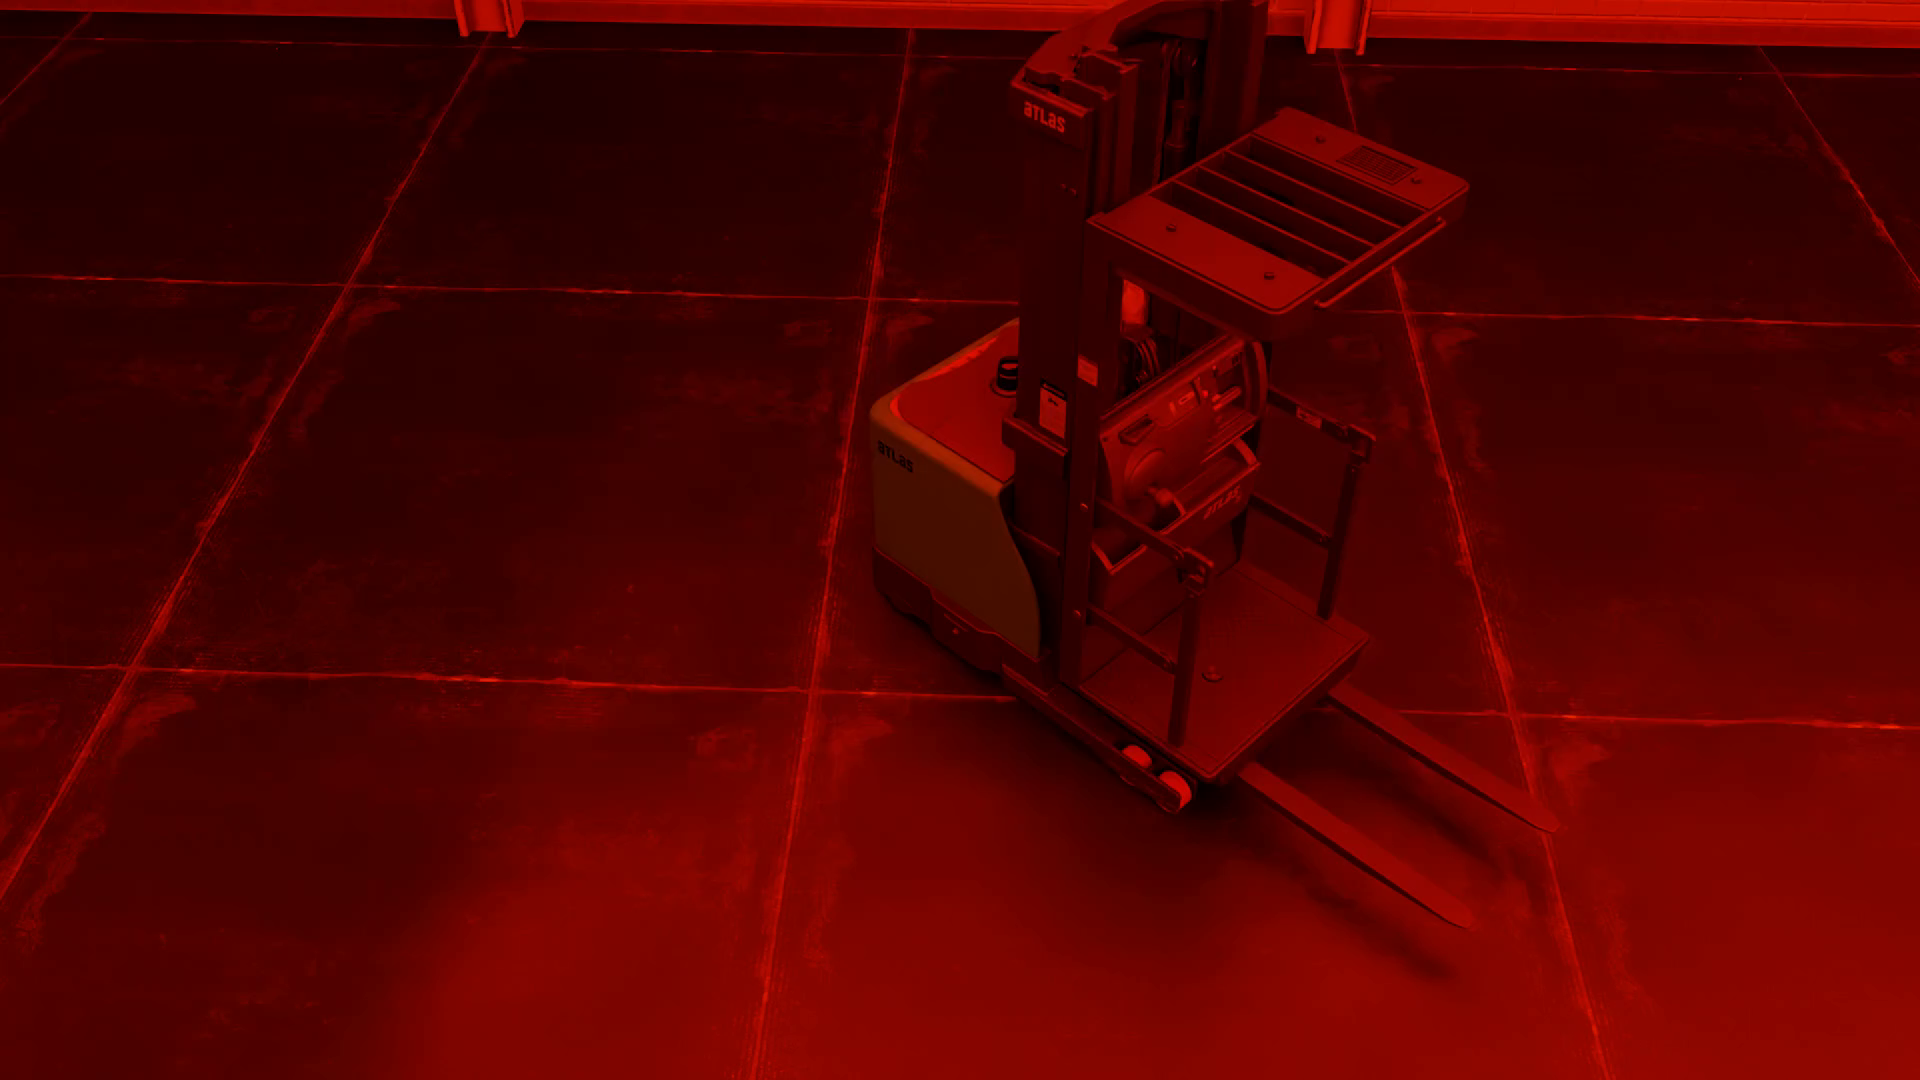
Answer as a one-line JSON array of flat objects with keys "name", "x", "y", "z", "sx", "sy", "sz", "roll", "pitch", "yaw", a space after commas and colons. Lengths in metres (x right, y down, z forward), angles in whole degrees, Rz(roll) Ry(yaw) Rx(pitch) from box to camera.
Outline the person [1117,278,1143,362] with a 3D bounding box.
[{"name": "person", "x": 0.672, "y": -0.747, "z": 7.590, "sx": 0.890, "sy": 1.563, "sz": 0.633, "roll": 29, "pitch": 50, "yaw": 28}]

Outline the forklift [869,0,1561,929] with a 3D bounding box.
[{"name": "forklift", "x": 1.002, "y": -0.385, "z": 6.164, "sx": 3.031, "sy": 2.935, "sz": 1.130, "roll": 34, "pitch": 52, "yaw": 31}]
